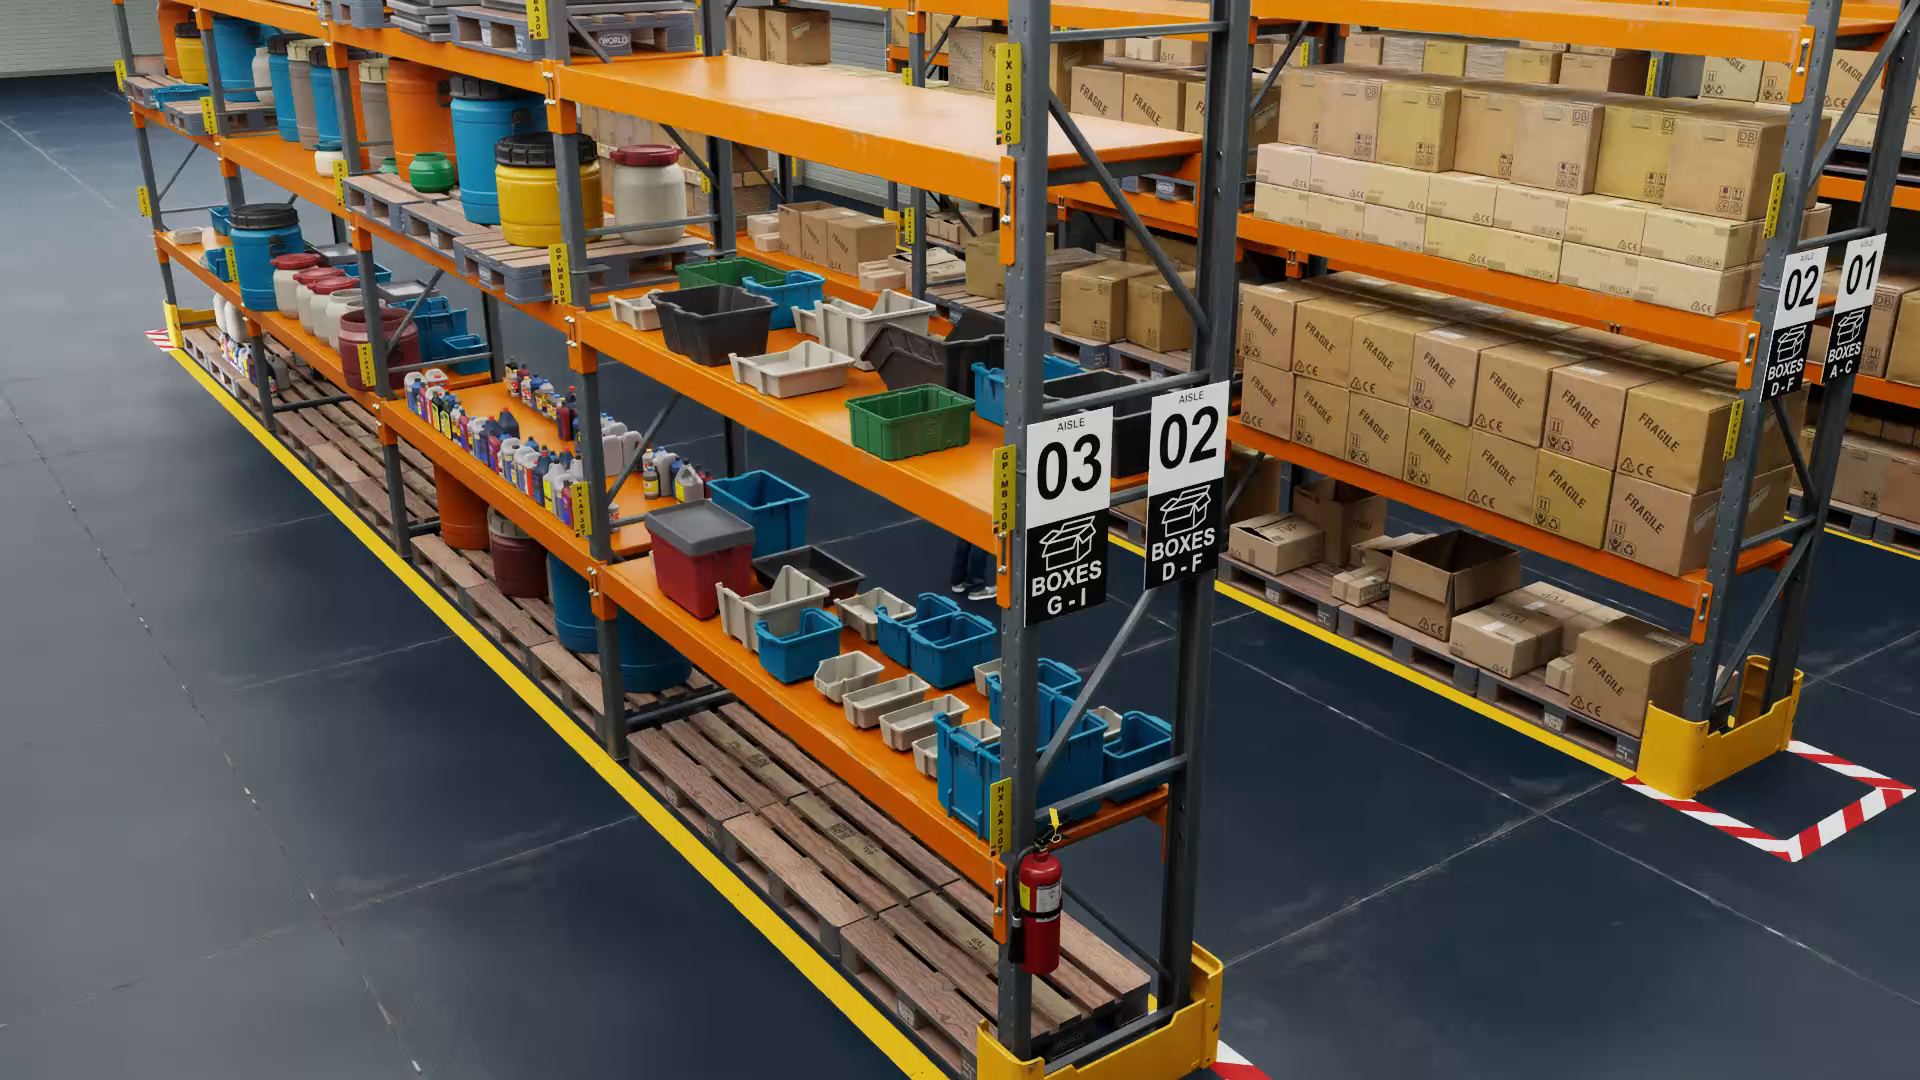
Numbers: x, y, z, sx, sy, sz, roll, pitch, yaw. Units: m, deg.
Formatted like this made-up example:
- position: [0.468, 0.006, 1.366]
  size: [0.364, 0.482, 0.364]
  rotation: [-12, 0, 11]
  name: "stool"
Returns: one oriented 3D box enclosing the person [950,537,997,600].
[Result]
- position: [0.086, -0.335, 12.255]
  size: [0.306, 1.576, 0.409]
  rotation: [-14, 26, -32]
  name: "person"
